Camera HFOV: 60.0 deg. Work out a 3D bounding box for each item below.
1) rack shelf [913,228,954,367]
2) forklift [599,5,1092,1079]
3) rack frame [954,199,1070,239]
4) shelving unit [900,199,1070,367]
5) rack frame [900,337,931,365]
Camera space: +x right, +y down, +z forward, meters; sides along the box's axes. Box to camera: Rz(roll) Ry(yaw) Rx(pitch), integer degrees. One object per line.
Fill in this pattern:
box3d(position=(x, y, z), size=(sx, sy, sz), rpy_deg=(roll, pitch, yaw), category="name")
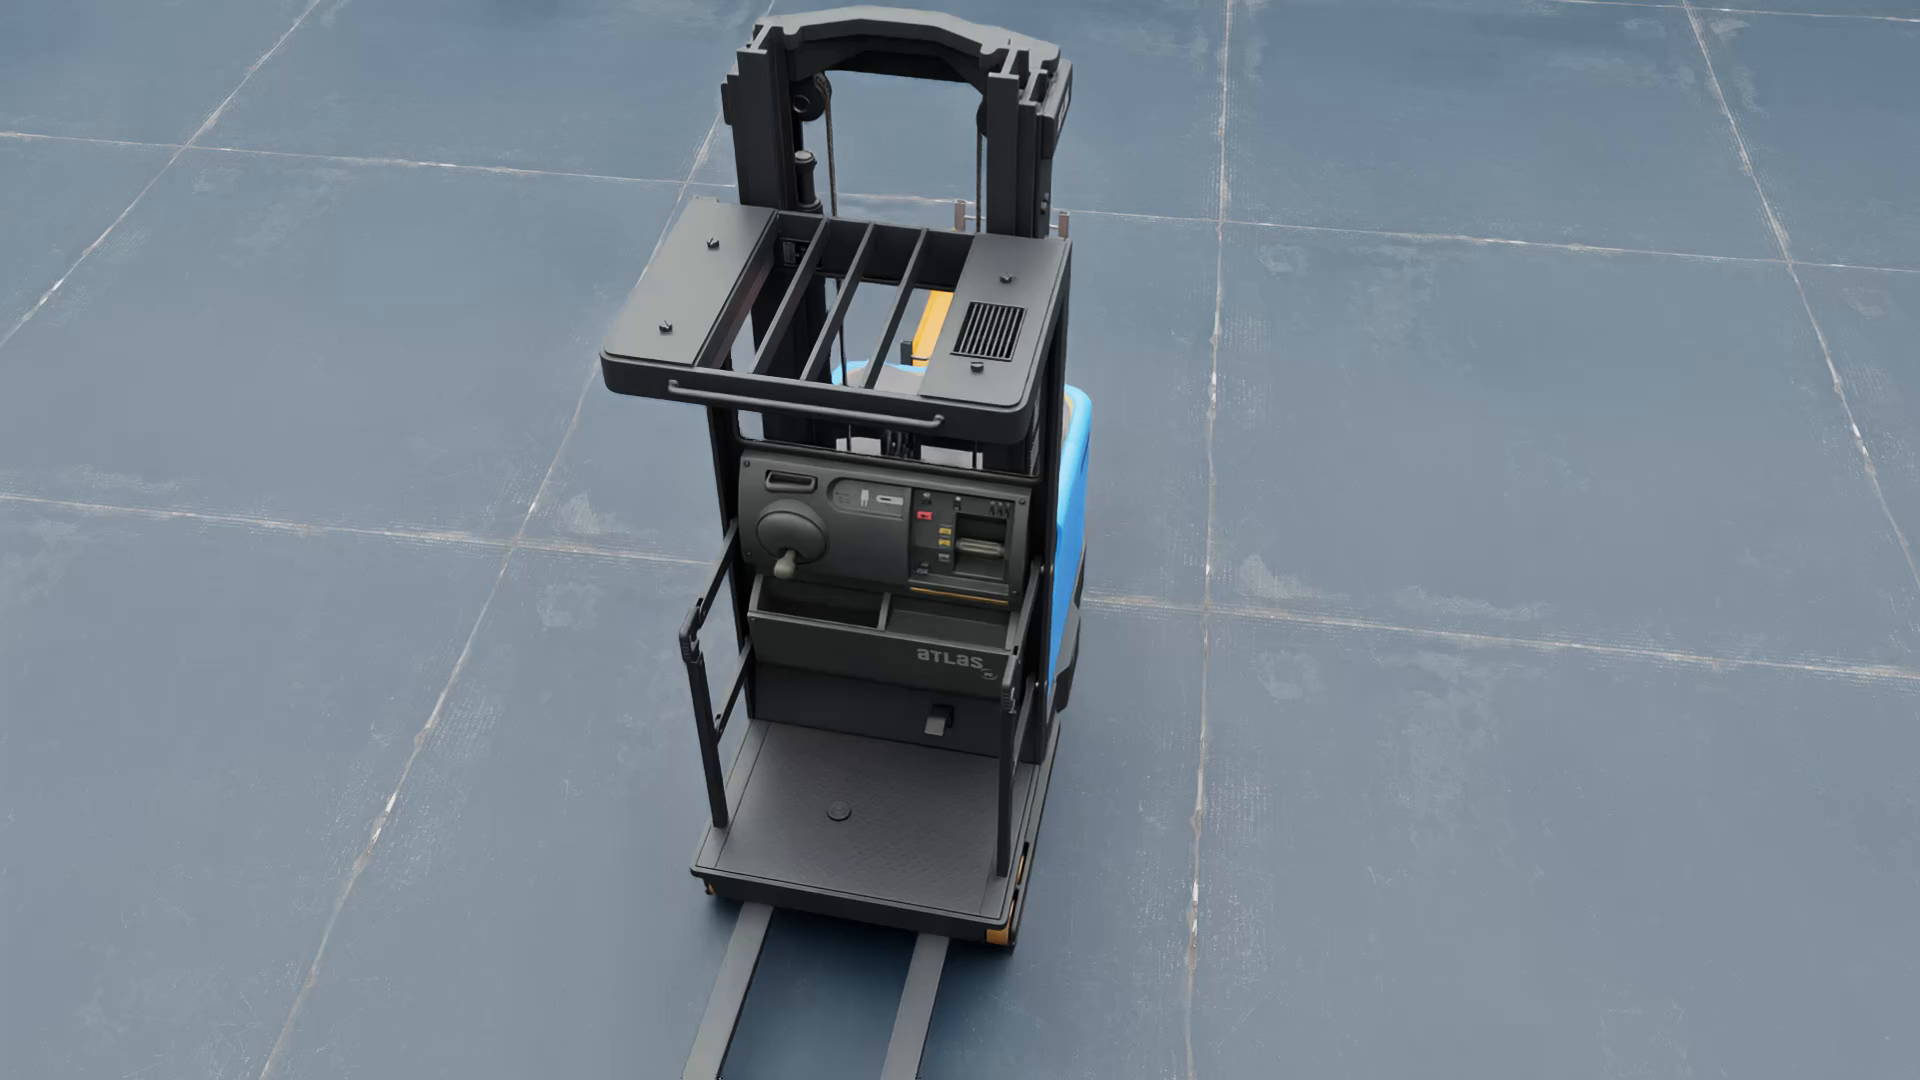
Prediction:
box3d(position=(0.120, -0.893, 6.971), size=(0.538, 0.278, 1.000), rpy_deg=(8, 44, 8), category="rack shelf")
box3d(position=(-0.286, 0.057, 5.080), size=(1.130, 2.935, 3.031), rpy_deg=(8, 44, 8), category="forklift")
box3d(position=(0.223, -1.022, 7.534), size=(0.500, 1.125, 0.032), rpy_deg=(8, 44, 8), category="rack frame")
box3d(position=(0.120, -0.680, 7.172), size=(0.538, 1.125, 1.048), rpy_deg=(8, 44, 8), category="shelving unit")
box3d(position=(0.017, -0.338, 6.811), size=(0.500, 1.125, 0.032), rpy_deg=(8, 44, 8), category="rack frame")
